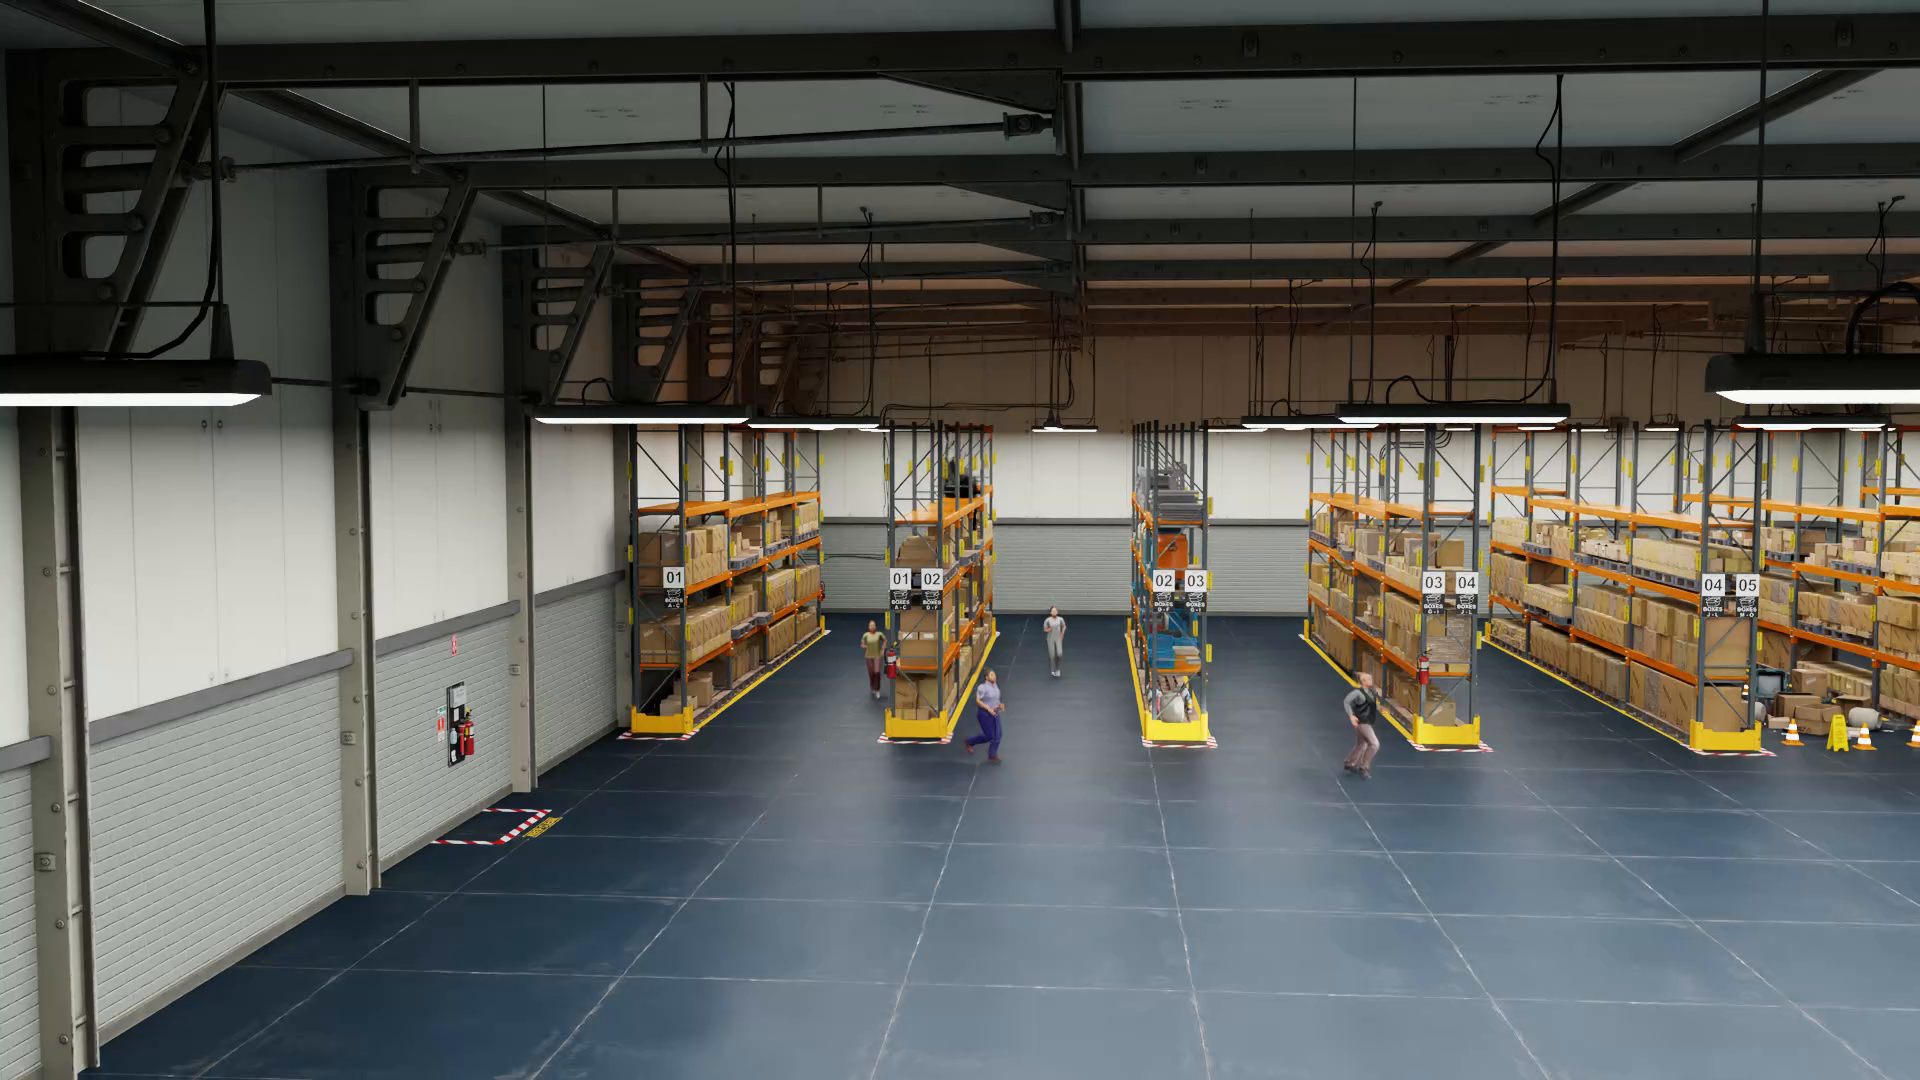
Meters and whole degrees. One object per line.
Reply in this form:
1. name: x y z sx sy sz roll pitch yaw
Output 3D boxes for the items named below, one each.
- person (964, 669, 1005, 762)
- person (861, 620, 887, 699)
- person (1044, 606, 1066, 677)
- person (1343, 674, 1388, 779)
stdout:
1. person: 0.474 3.078 29.274 0.668 1.634 0.609 2 4 33
2. person: -1.890 2.601 36.282 0.556 1.710 0.711 0 4 4
3. person: 2.249 2.405 39.340 0.546 1.678 0.642 0 4 -1
4. person: 6.786 3.116 27.860 0.753 1.767 0.645 2 4 33
